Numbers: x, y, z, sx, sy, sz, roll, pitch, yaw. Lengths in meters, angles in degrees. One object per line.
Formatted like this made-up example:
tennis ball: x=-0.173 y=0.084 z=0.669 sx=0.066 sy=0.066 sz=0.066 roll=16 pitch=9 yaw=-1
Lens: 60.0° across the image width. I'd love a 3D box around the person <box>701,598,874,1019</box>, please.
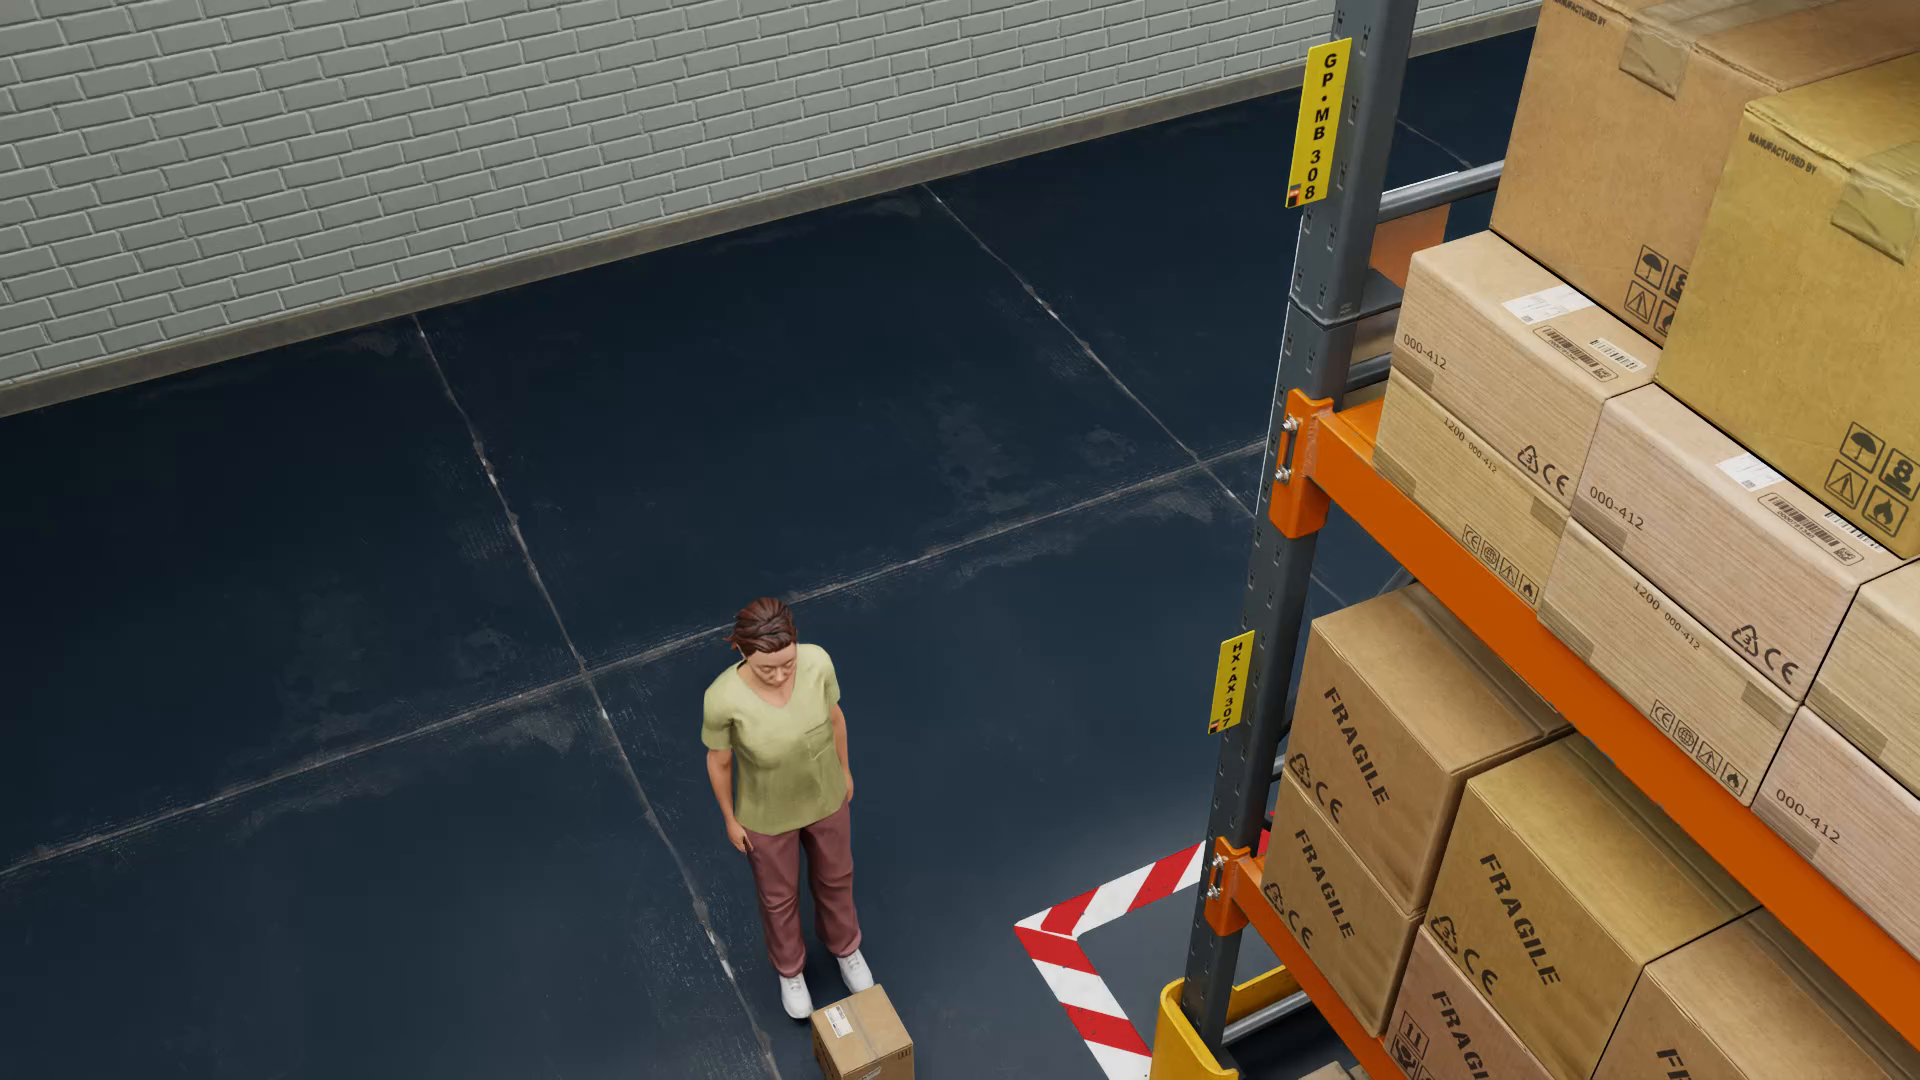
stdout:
person: x=-0.529 y=0.837 z=5.199 sx=0.453 sy=1.697 sz=0.434 roll=-19 pitch=45 yaw=-20
